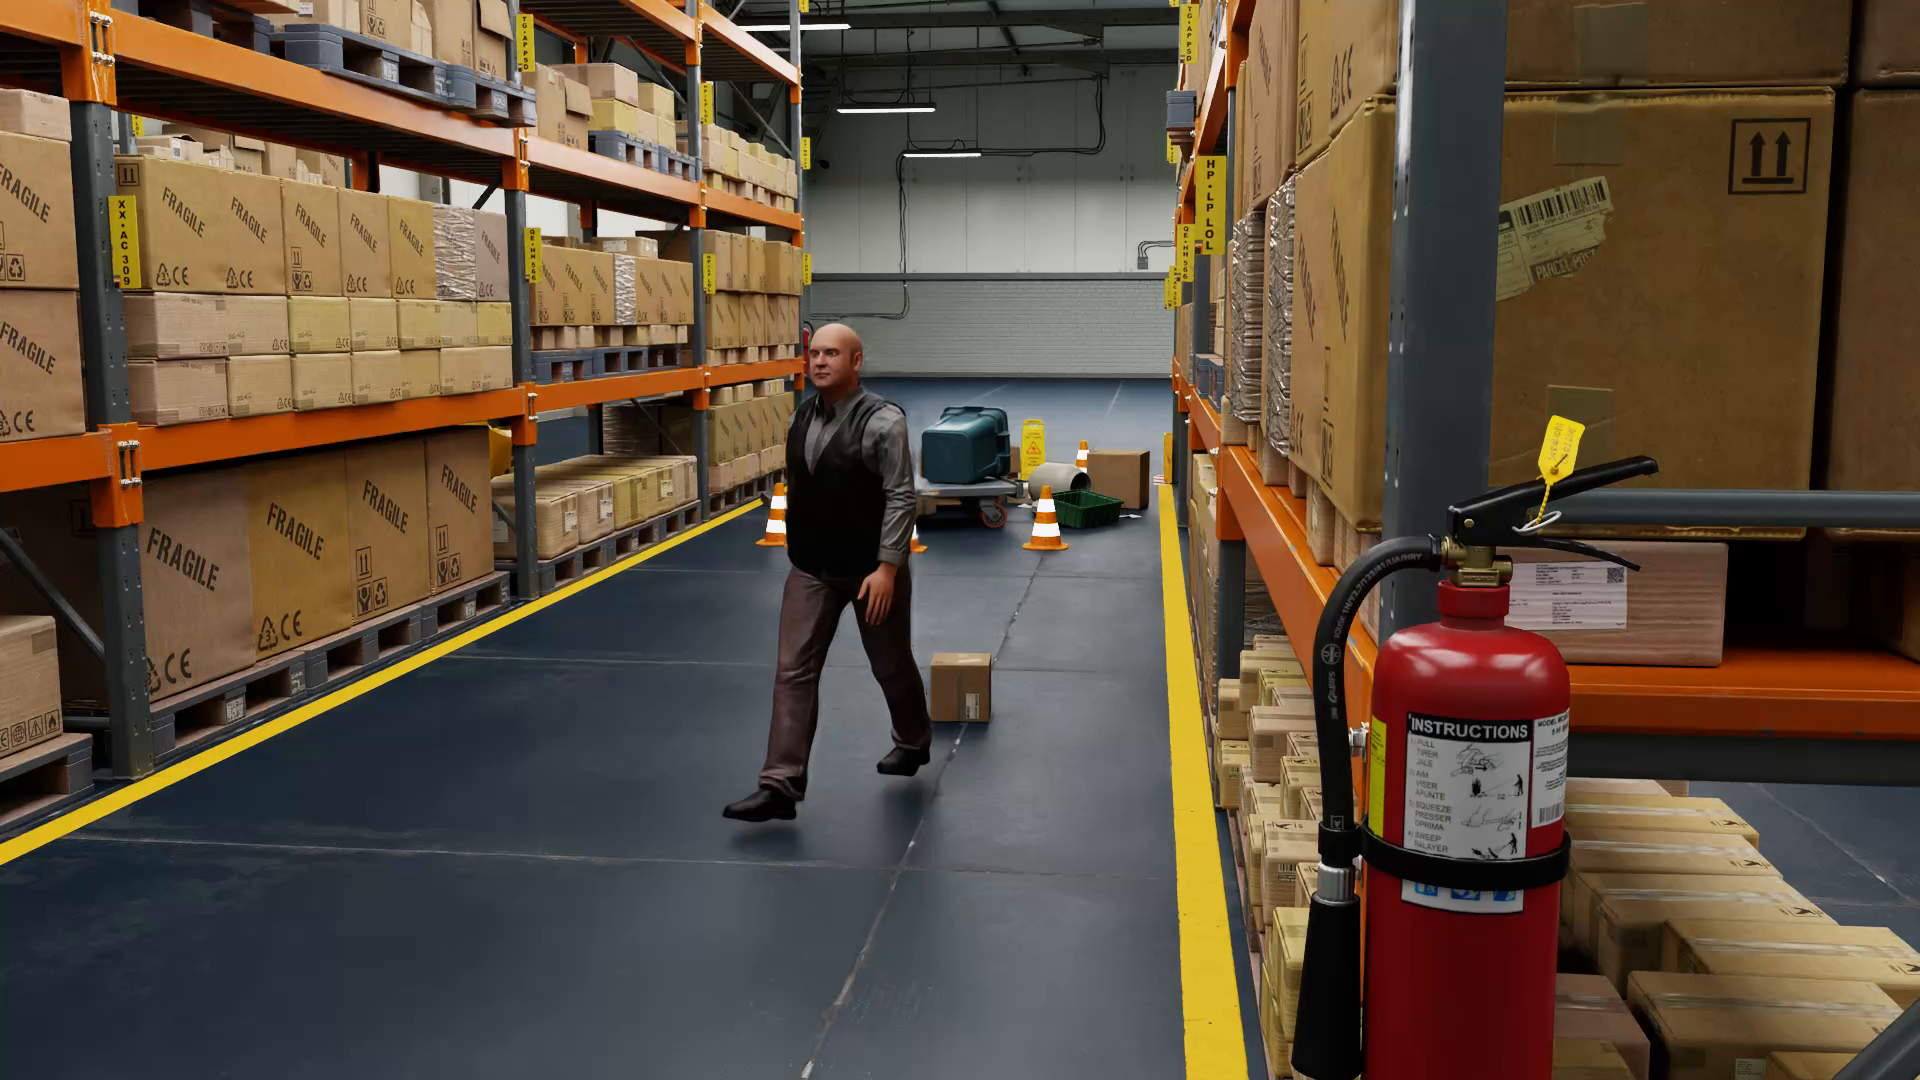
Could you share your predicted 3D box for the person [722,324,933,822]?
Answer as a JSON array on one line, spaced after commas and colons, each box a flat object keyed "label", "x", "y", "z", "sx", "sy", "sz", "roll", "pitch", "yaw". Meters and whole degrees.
[{"label": "person", "x": -0.390, "y": 0.094, "z": 5.713, "sx": 0.565, "sy": 1.661, "sz": 1.056, "roll": 4, "pitch": 8, "yaw": 27}]
